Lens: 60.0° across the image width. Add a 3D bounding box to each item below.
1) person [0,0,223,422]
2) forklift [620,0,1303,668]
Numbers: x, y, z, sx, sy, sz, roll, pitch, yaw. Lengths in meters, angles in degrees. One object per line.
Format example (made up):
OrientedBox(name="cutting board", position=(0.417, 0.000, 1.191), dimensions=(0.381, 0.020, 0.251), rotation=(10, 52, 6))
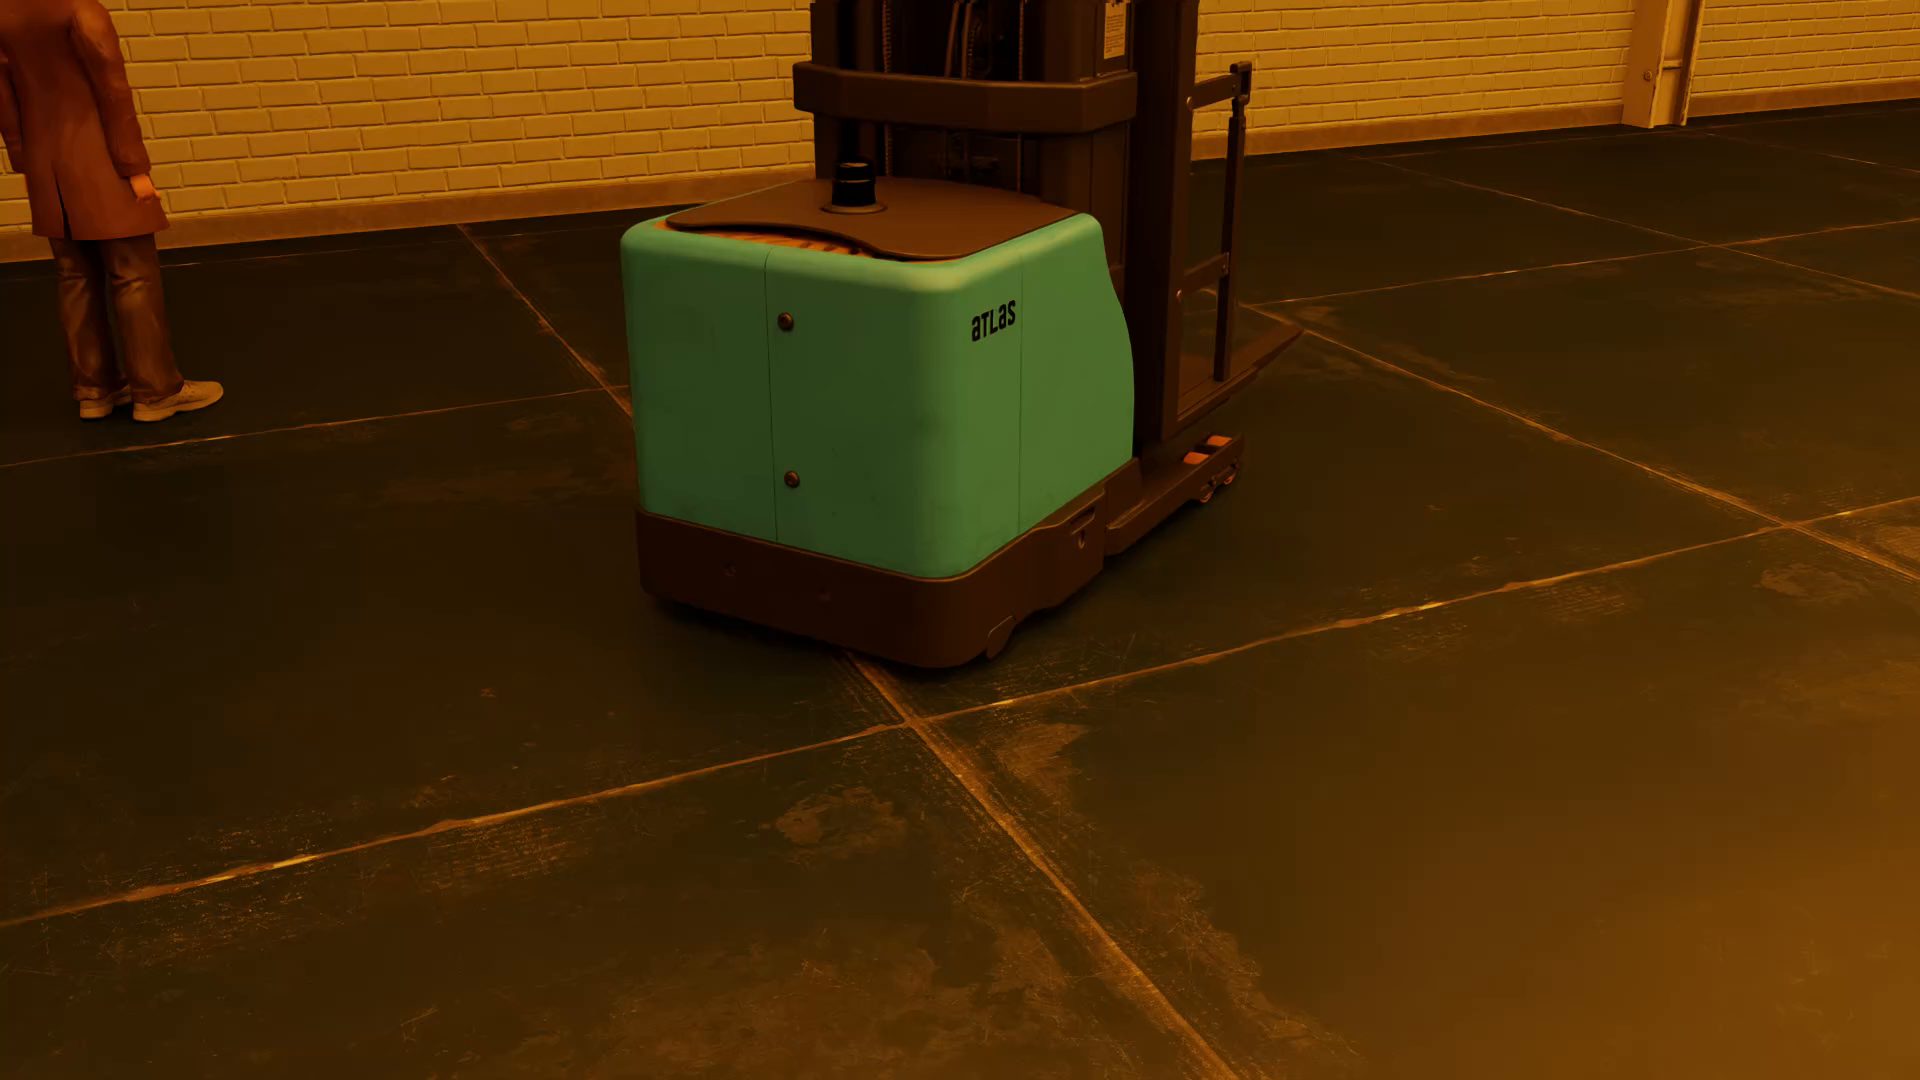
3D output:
OrientedBox(name="person", position=(-3.116, -1.323, 5.970), dimensions=(0.549, 1.782, 0.385), rotation=(5, 23, 12))
OrientedBox(name="forklift", position=(0.294, -1.553, 5.025), dimensions=(1.130, 2.935, 3.031), rotation=(13, 26, 28))
